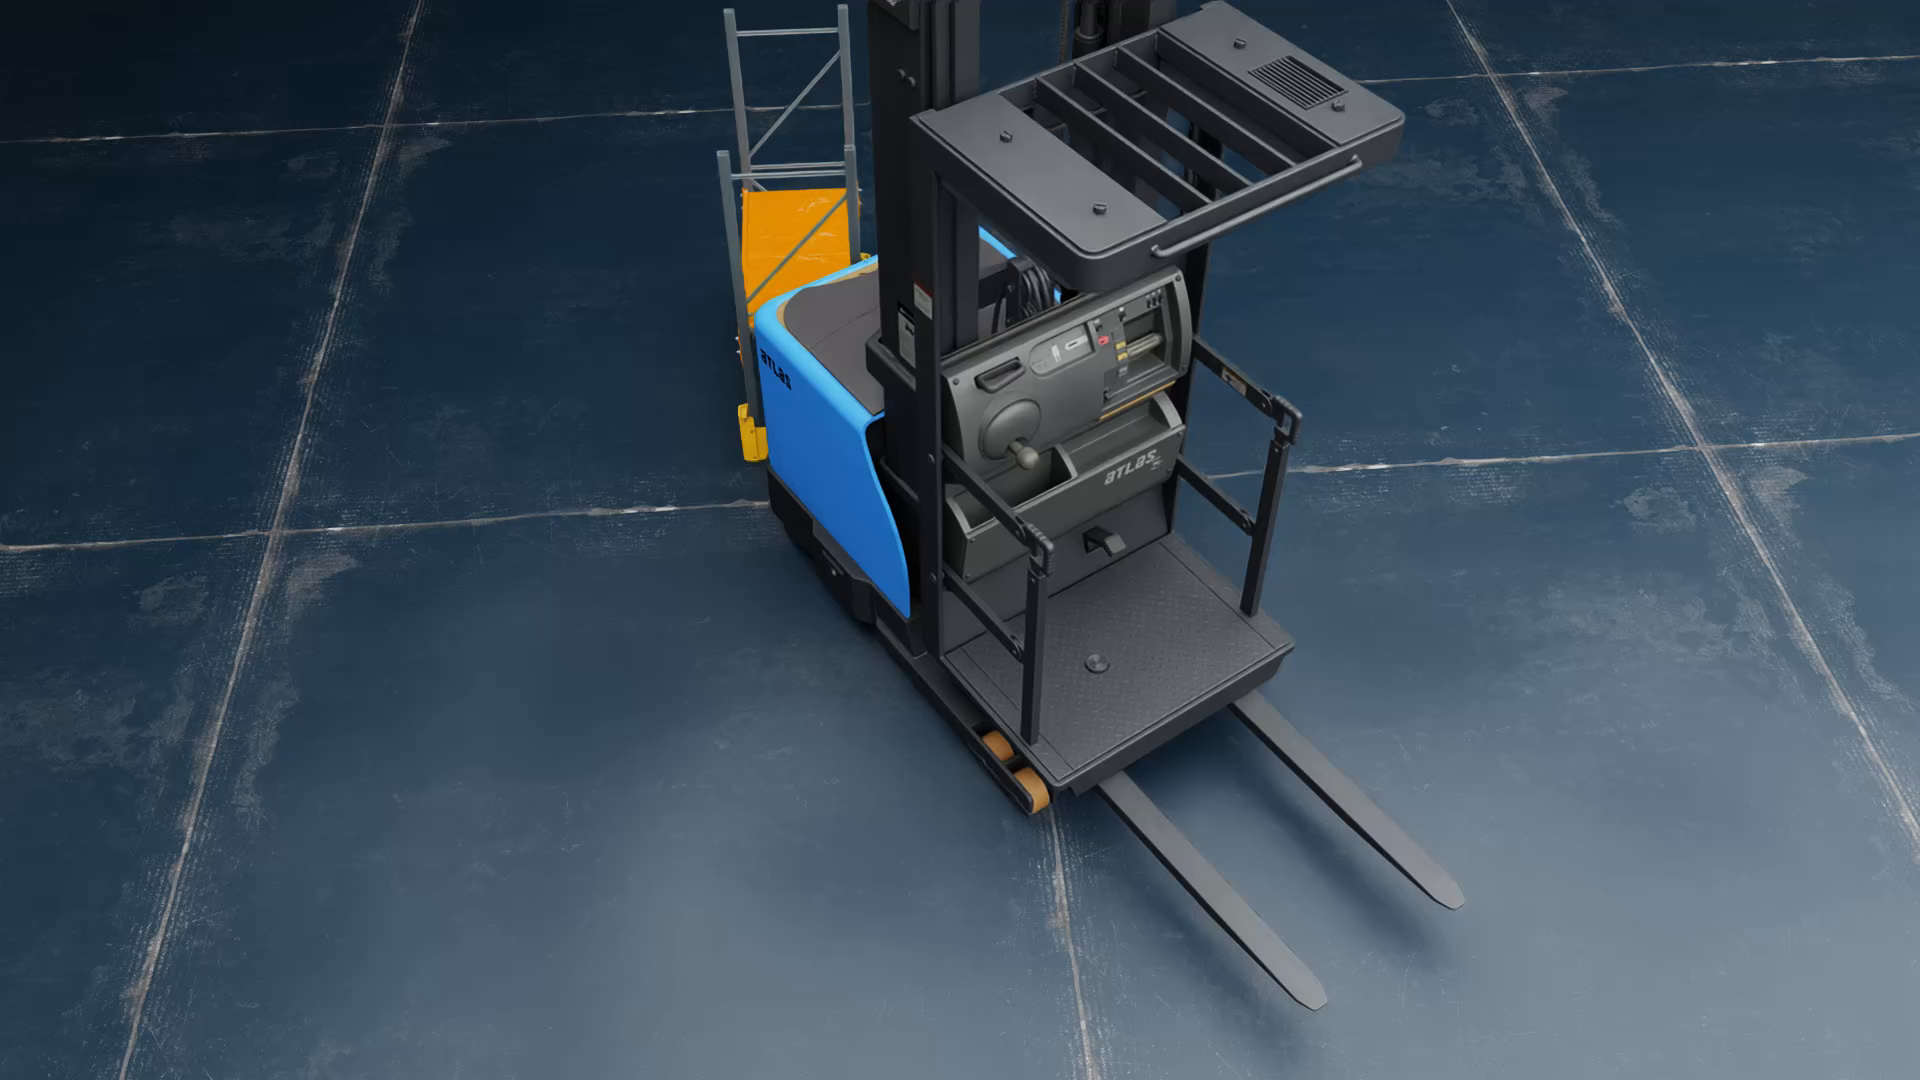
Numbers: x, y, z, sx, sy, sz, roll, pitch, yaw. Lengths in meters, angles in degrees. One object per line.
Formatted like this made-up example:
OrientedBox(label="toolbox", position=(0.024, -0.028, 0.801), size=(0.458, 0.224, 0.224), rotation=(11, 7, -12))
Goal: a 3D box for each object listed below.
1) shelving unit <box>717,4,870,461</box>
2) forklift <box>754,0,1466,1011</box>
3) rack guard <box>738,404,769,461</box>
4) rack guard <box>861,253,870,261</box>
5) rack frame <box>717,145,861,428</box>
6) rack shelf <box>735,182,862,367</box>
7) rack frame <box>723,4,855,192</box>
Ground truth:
OrientedBox(label="shelving unit", position=(-0.666, -1.257, 6.908), size=(0.587, 1.500, 1.083), rotation=(-3, 47, -3))
OrientedBox(label="forklift", position=(0.485, -0.452, 5.159), size=(1.130, 2.935, 3.031), rotation=(-27, 52, -23))
OrientedBox(label="rack guard", position=(-0.629, -0.467, 7.020), size=(0.587, 0.250, 0.087), rotation=(-3, 47, -3))
OrientedBox(label="rack guard", position=(-0.703, -1.188, 7.703), size=(0.587, 0.250, 0.087), rotation=(-3, 47, -3))
OrientedBox(label="rack frame", position=(-0.629, -0.896, 6.565), size=(0.500, 1.500, 0.032), rotation=(-3, 47, -3))
OrientedBox(label="rack shelf", position=(-0.667, -1.140, 7.044), size=(0.538, 0.185, 1.000), rotation=(-3, 47, -3))
OrientedBox(label="rack frame", position=(-0.704, -1.632, 7.262), size=(0.500, 1.500, 0.032), rotation=(-3, 47, -3))
